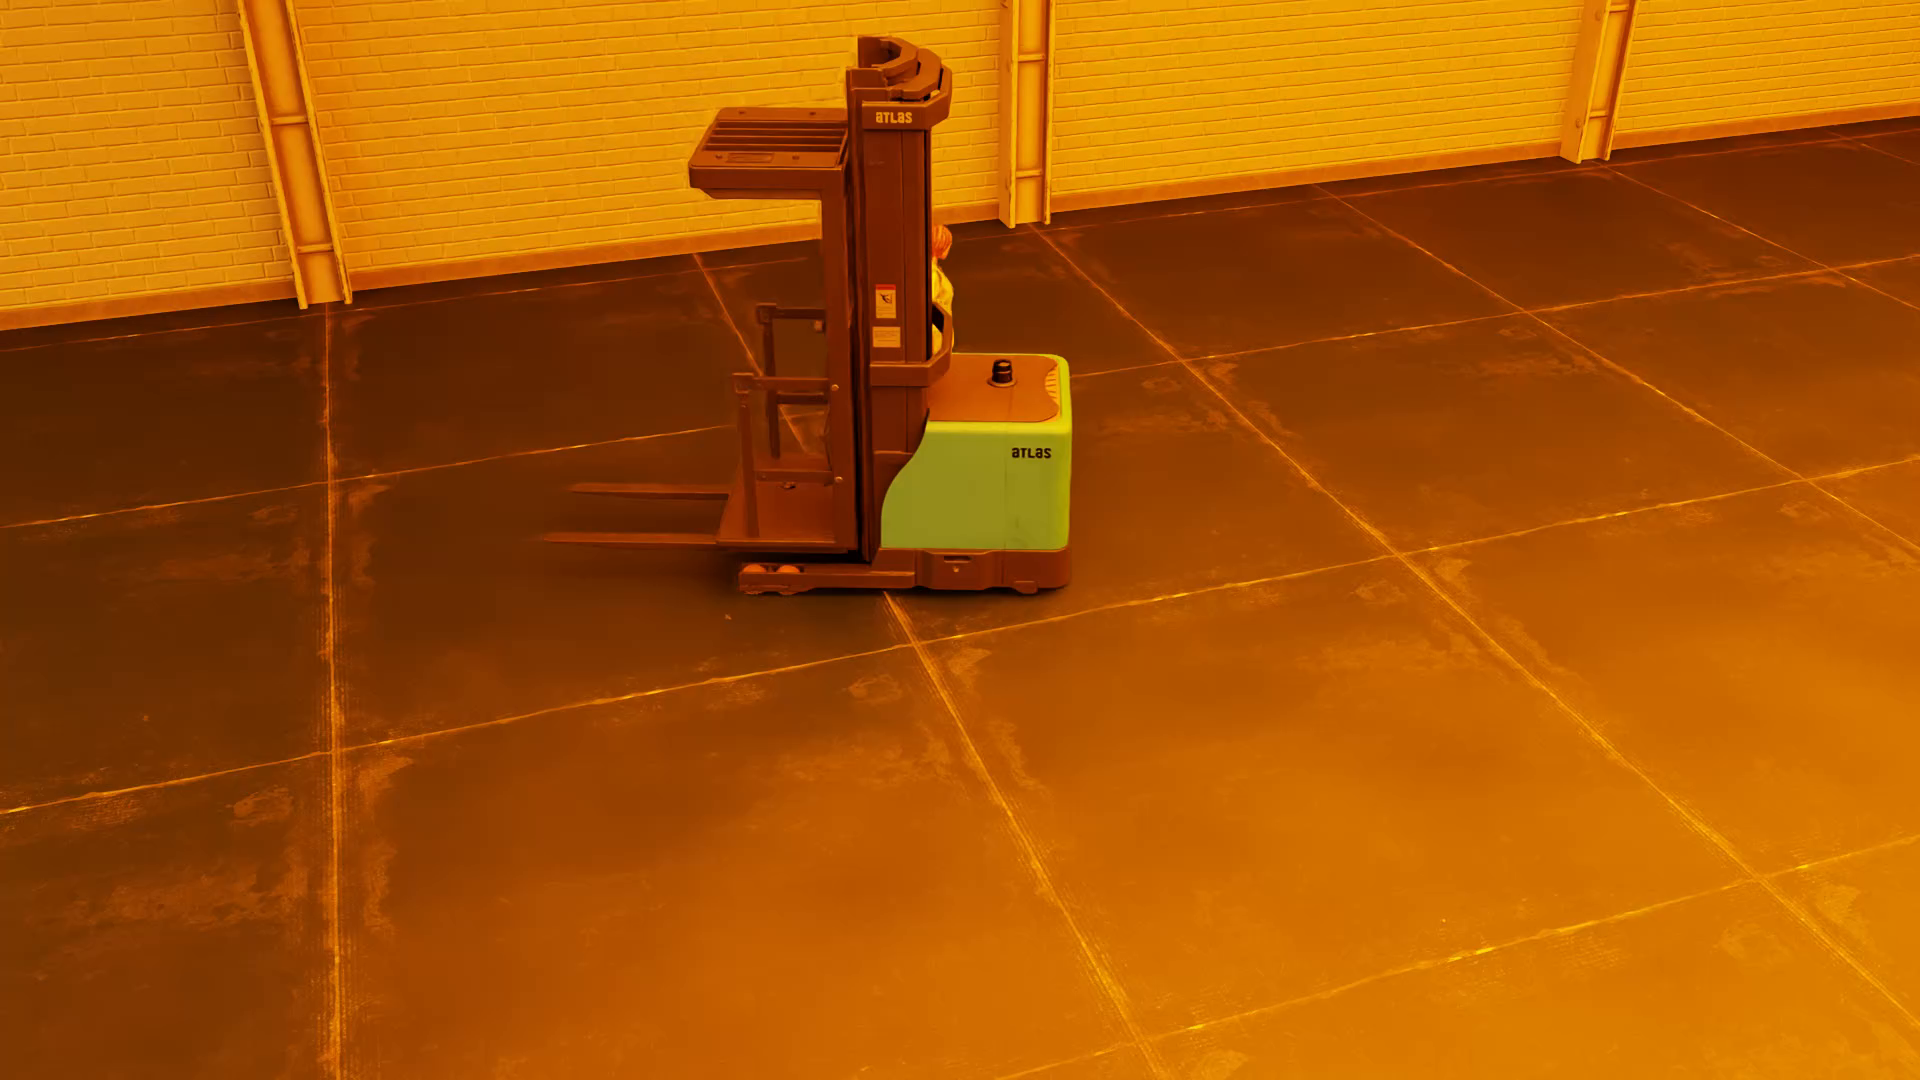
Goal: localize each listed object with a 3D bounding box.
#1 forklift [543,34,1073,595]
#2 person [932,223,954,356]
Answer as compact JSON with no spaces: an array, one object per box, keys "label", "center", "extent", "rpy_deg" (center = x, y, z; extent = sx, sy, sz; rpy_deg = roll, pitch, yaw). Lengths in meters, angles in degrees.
[{"label":"forklift","center":[-0.879,-1.220,9.207],"extent":[3.031,2.935,1.130],"rpy_deg":[1,30,2]},{"label":"person","center":[-0.259,-1.252,10.699],"extent":[0.438,1.552,0.732],"rpy_deg":[-1,30,-1]}]
